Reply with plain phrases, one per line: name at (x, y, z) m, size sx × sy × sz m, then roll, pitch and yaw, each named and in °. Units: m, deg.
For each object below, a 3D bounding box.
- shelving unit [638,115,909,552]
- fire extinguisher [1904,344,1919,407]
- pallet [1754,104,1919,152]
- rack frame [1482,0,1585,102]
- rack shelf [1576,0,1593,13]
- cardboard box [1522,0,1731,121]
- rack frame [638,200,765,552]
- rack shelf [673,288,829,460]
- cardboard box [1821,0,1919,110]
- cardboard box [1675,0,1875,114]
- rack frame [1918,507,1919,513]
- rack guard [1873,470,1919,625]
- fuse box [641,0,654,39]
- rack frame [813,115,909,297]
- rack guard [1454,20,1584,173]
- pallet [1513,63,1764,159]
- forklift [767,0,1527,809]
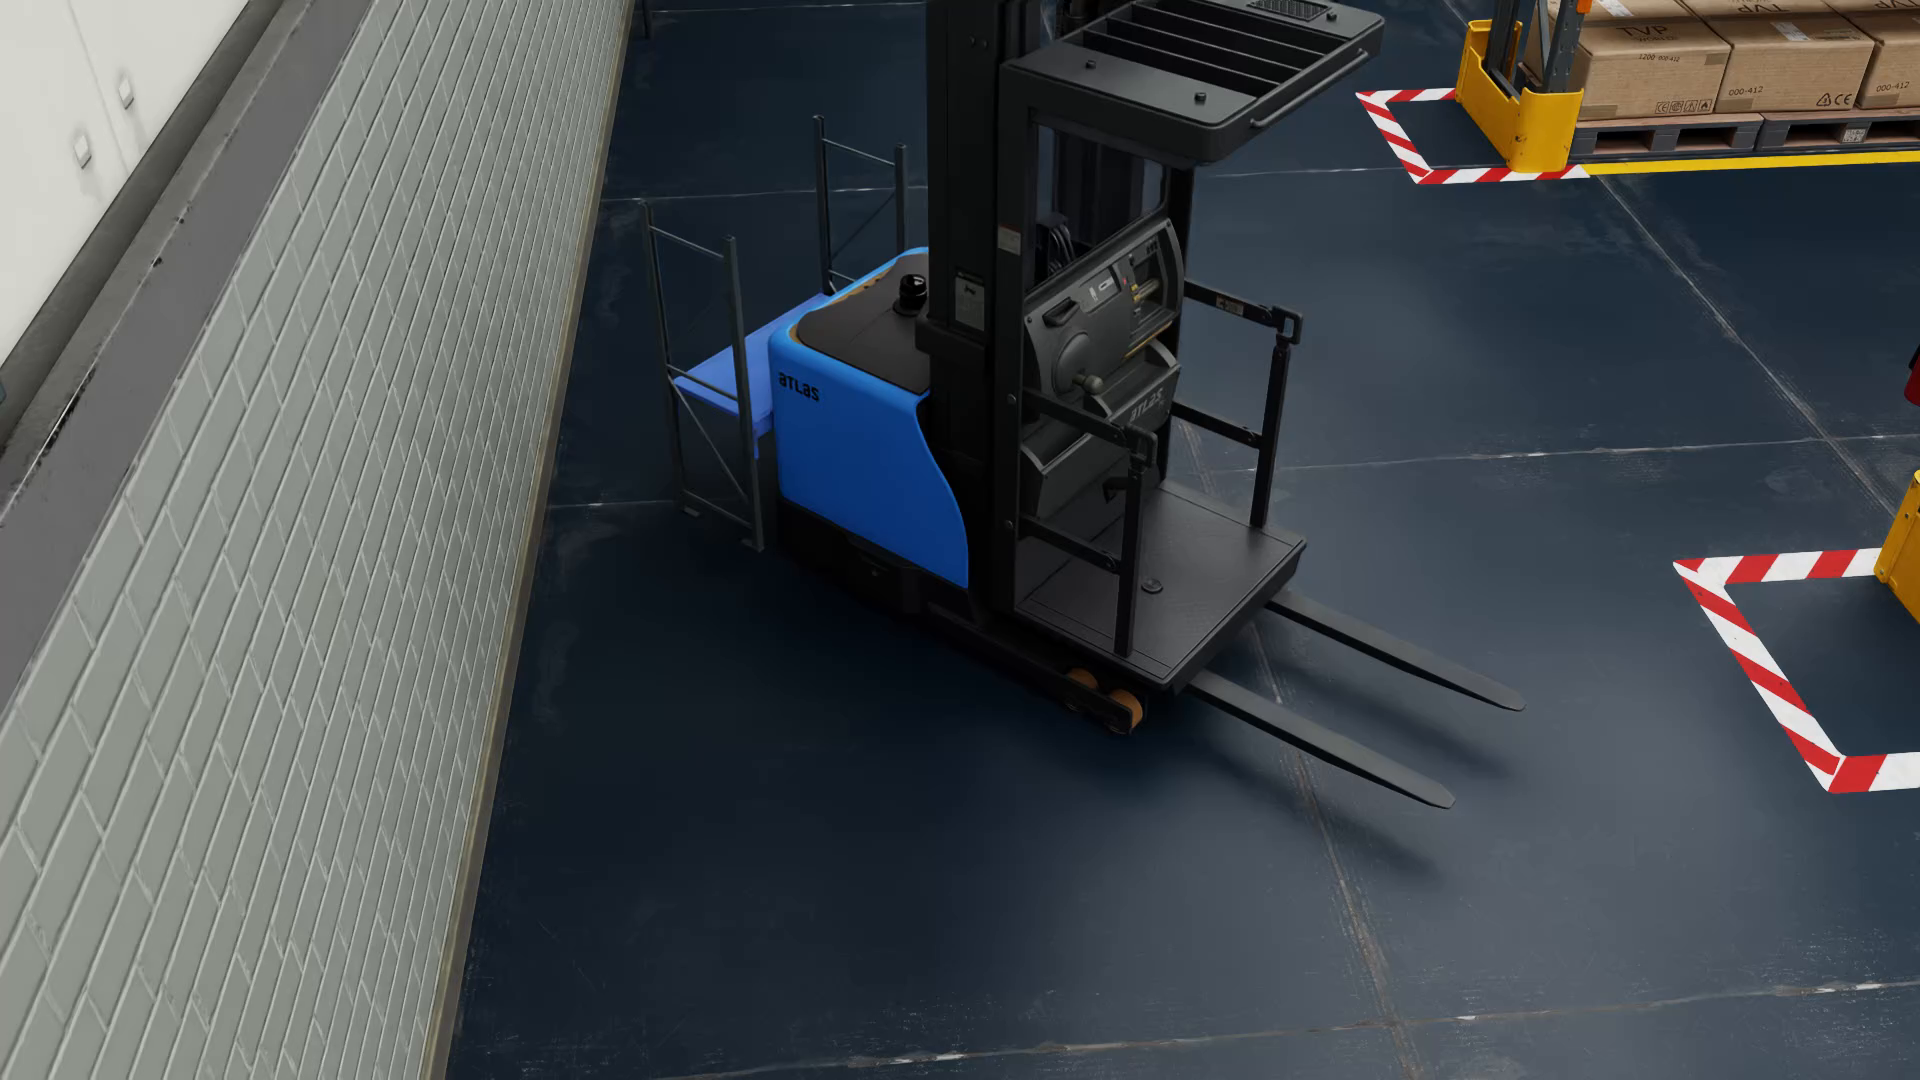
shelving unit at (-0.740, -0.888, 7.164) m, size 0.538 × 1.500 × 1.048 m, roll 26°, pitch 45°, yaw 29°
fire extinguisher at (3.737, -0.810, 6.218) m, size 0.183 × 0.674 × 0.296 m, roll -3°, pitch 38°, yaw -4°
pallet at (5.492, -2.827, 10.662) m, size 1.213 × 0.211 × 1.003 m, roll -3°, pitch 38°, yaw -4°
rack frame at (3.490, -3.764, 9.599) m, size 0.127 × 3.000 × 1.000 m, roll -3°, pitch 38°, yaw -4°
rack shelf at (5.482, -3.592, 9.961) m, size 4.000 × 0.370 × 1.077 m, roll -3°, pitch 38°, yaw -4°
cardboard box at (4.138, -3.021, 10.387) m, size 0.875 × 0.438 × 0.875 m, roll -4°, pitch 38°, yaw -6°
rack frame at (-1.053, -0.640, 6.850) m, size 0.500 × 1.500 × 0.032 m, roll 26°, pitch 45°, yaw 29°
rack shelf at (-0.740, -0.747, 7.276) m, size 0.538 × 0.185 × 1.000 m, roll 26°, pitch 45°, yaw 29°
cardboard box at (5.948, -3.125, 10.519) m, size 0.875 × 0.438 × 0.875 m, roll -4°, pitch 38°, yaw -5°
cardboard box at (5.049, -3.077, 10.457) m, size 0.875 × 0.438 × 0.875 m, roll -2°, pitch 38°, yaw -3°
rack frame at (4.029, -0.716, 5.736) m, size 0.127 × 3.000 × 1.000 m, roll -3°, pitch 38°, yaw -4°
rack guard at (4.105, 0.261, 6.515) m, size 0.348 × 0.500 × 1.175 m, roll -3°, pitch 38°, yaw -4°
fuse box at (-2.165, -4.239, 11.241) m, size 0.414 × 1.711 × 0.539 m, roll -3°, pitch 38°, yaw -4°
rack frame at (-0.427, -1.136, 7.479) m, size 0.500 × 1.500 × 0.032 m, roll 26°, pitch 45°, yaw 29°
rack guard at (3.466, -2.782, 10.372) m, size 0.348 × 0.500 × 1.175 m, roll -3°, pitch 38°, yaw -4°
pallet at (4.279, -2.762, 10.580) m, size 1.213 × 0.211 × 1.003 m, roll -3°, pitch 38°, yaw -4°
forklift at (0.695, -0.791, 5.886) m, size 3.031 × 2.935 × 1.130 m, roll 26°, pitch 45°, yaw 29°
